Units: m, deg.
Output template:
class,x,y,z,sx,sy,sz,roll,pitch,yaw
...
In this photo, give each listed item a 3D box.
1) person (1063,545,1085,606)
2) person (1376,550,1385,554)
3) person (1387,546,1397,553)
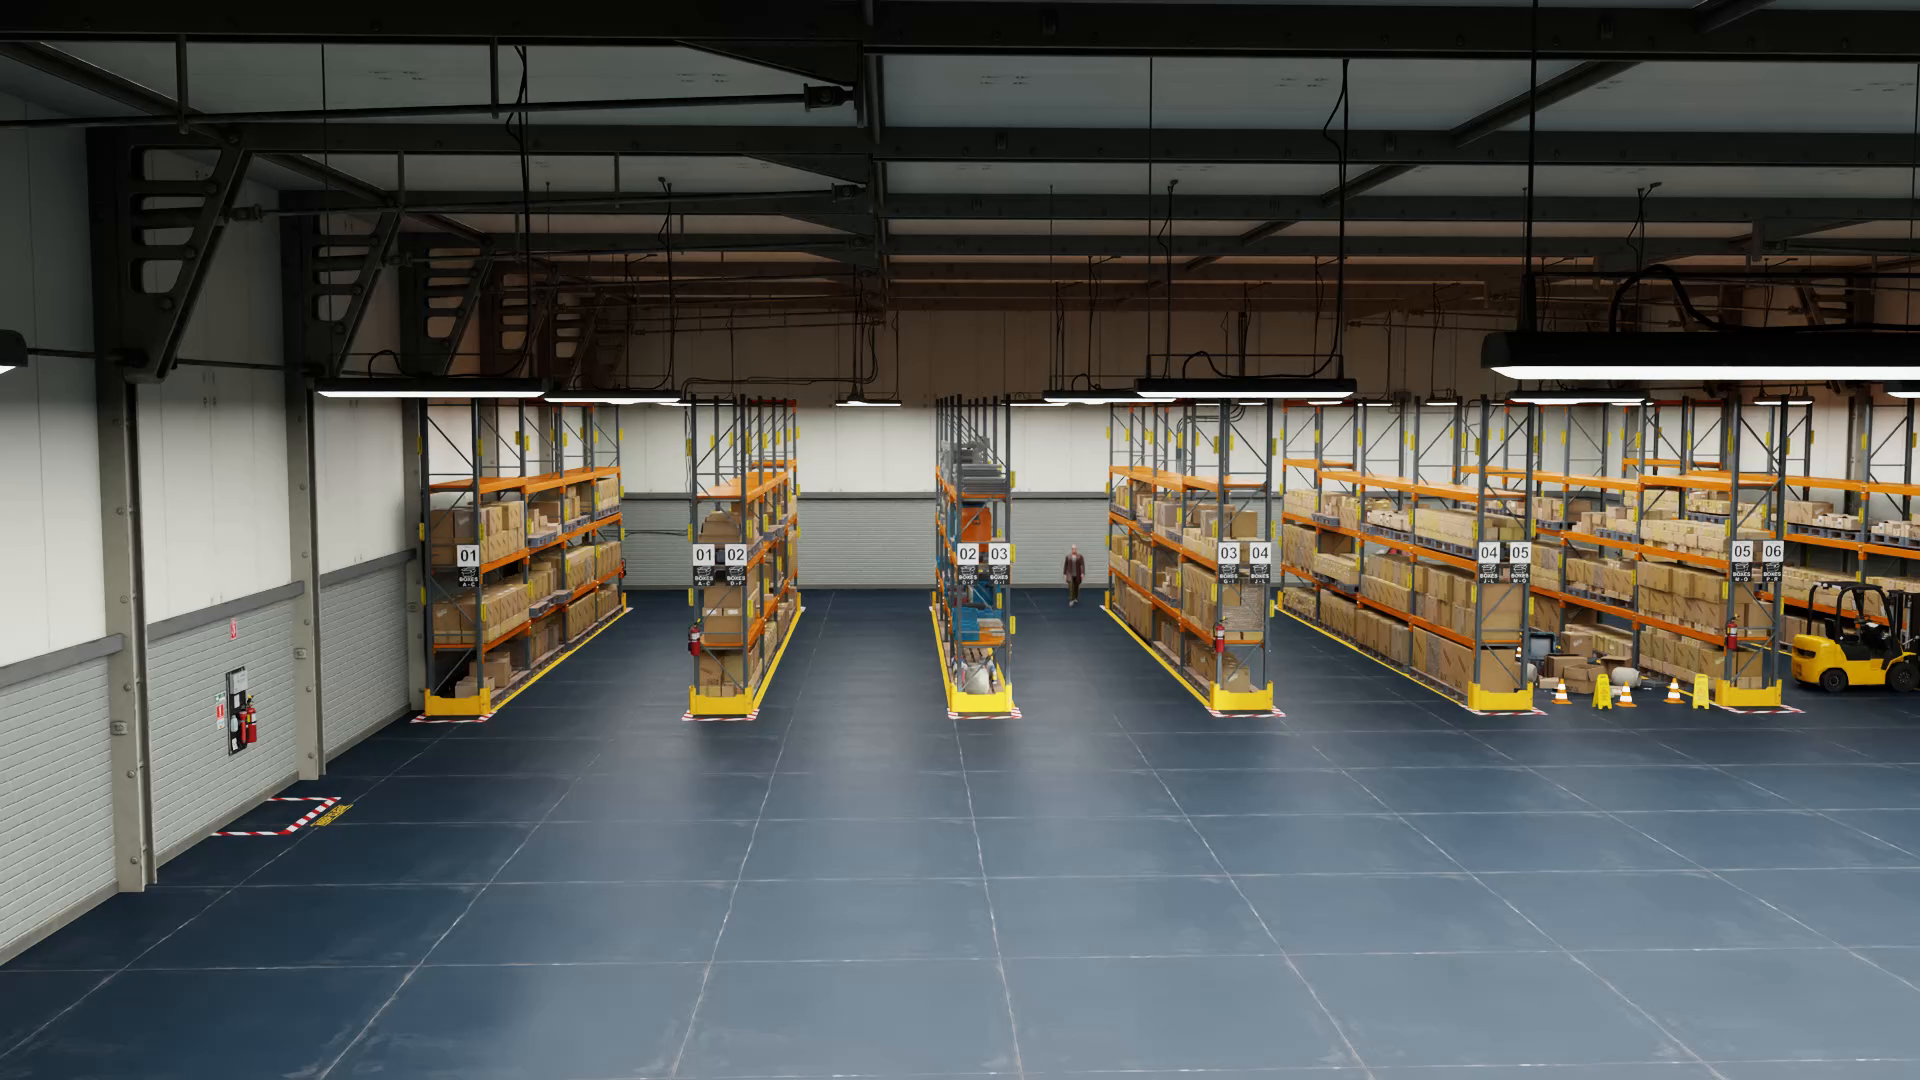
class,x,y,z,sx,sy,sz,roll,pitch,yaw
person,3.332,1.016,48.520,0.634,1.718,1.103,0,4,-1
person,12.125,1.138,47.494,0.765,1.718,0.609,3,5,35
person,13.135,0.872,50.543,0.688,1.705,0.548,0,5,-3
